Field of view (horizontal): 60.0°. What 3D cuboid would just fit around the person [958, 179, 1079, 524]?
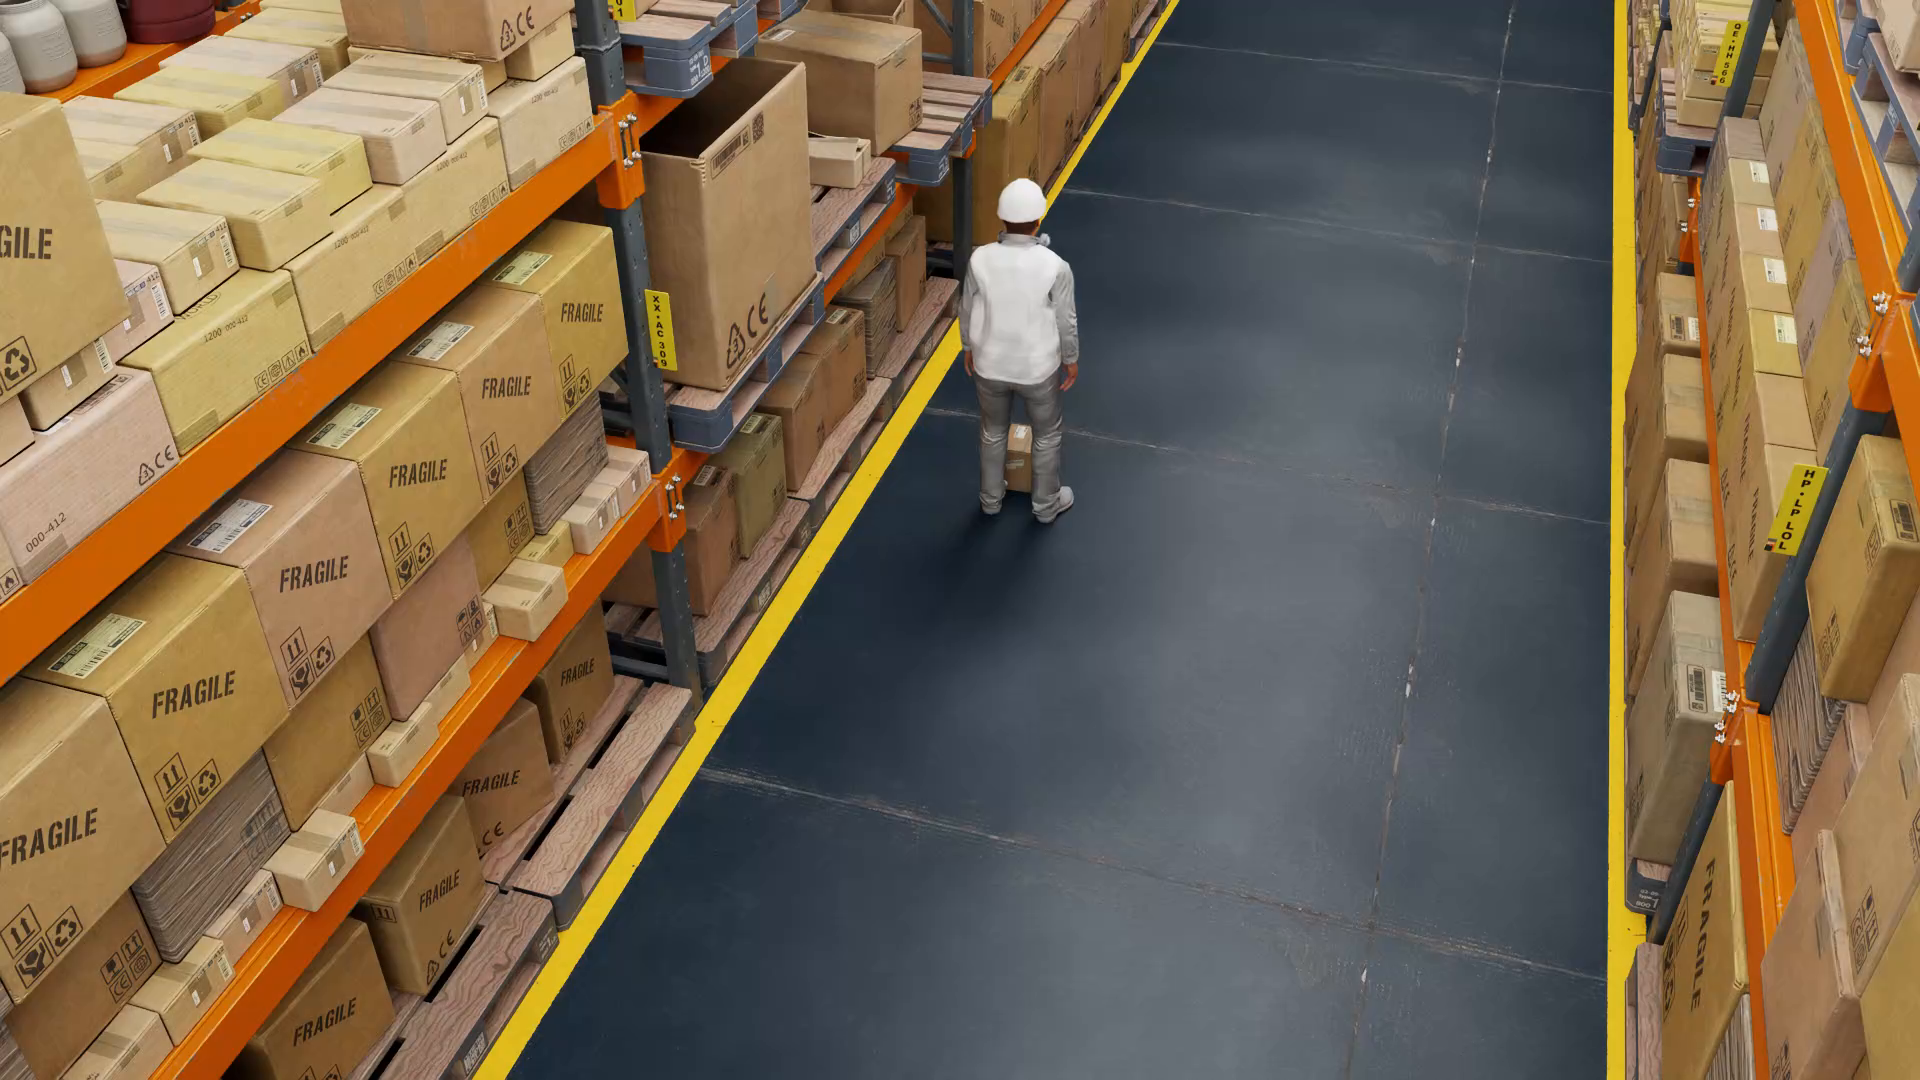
[{"bbox_3d":[0.286,-0.886,8.055,0.585,1.771,0.466,10,38,13],"label":"person"}]
